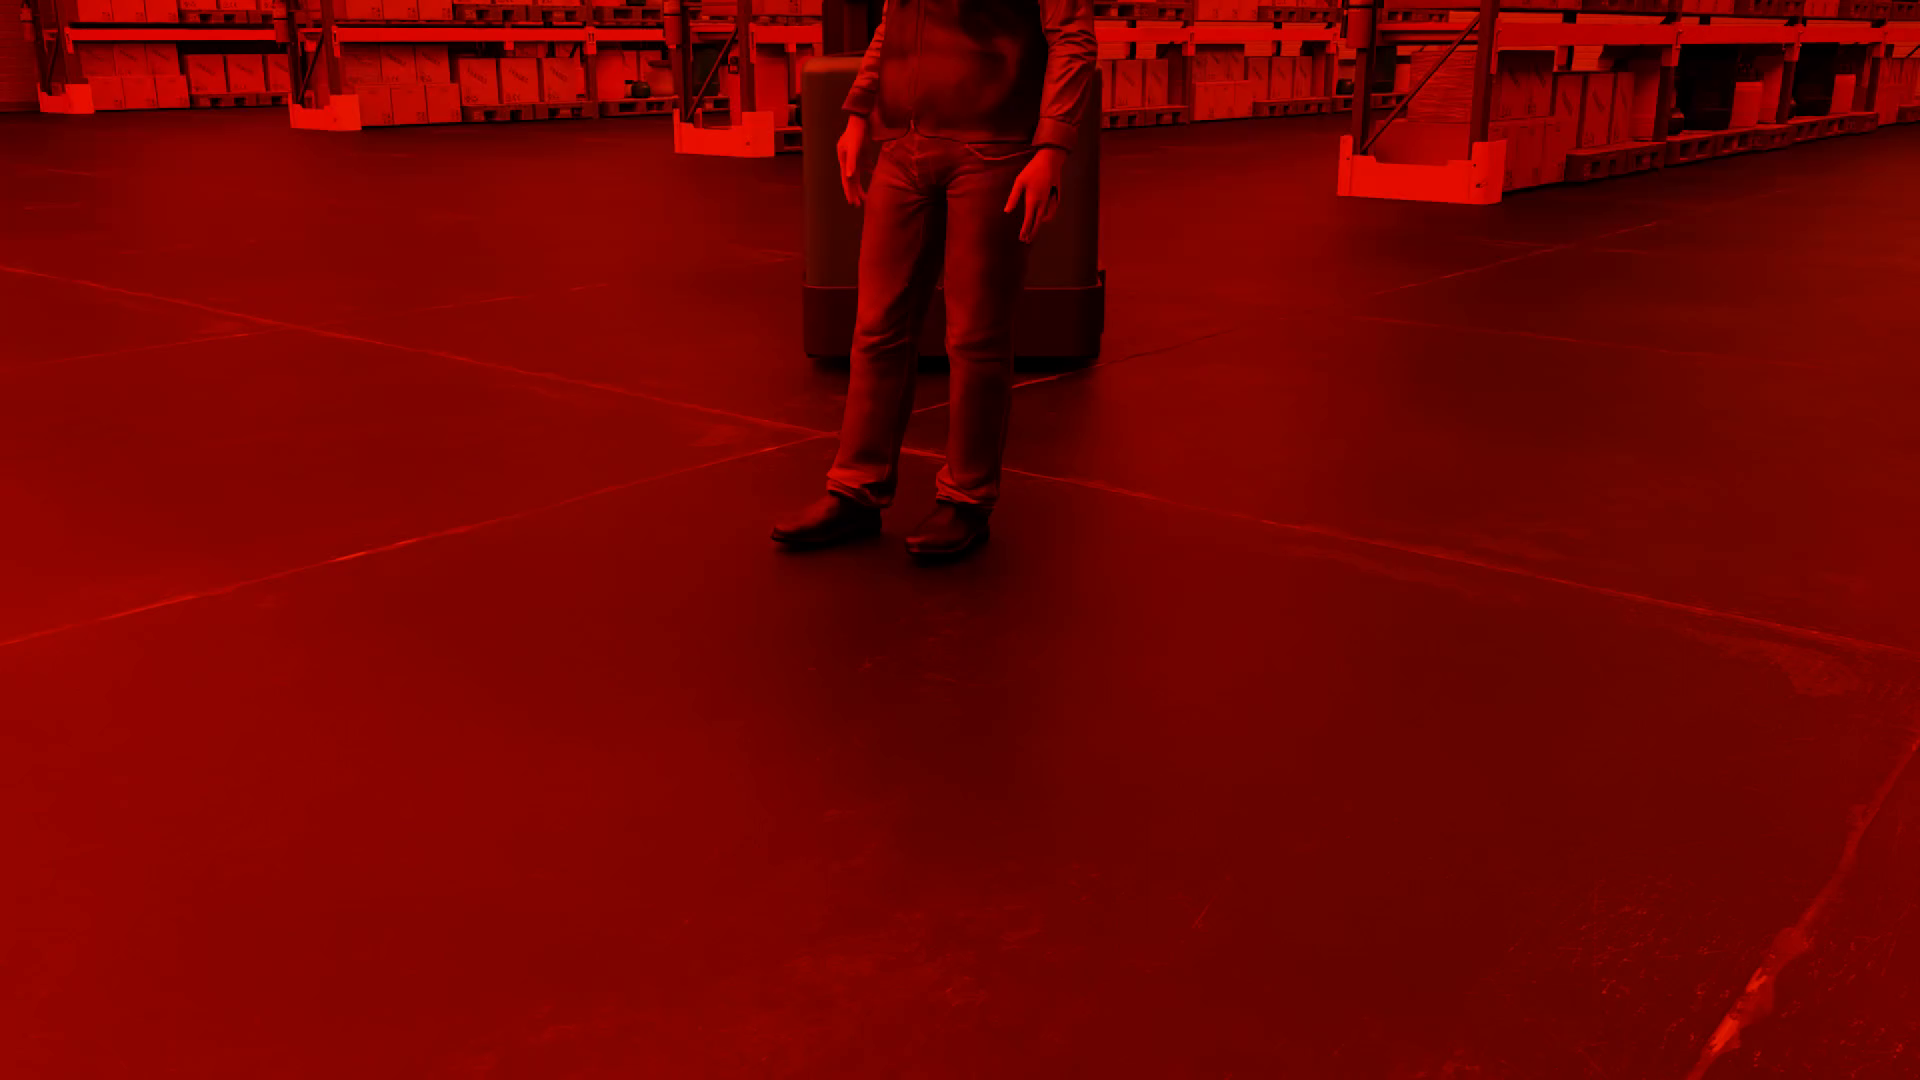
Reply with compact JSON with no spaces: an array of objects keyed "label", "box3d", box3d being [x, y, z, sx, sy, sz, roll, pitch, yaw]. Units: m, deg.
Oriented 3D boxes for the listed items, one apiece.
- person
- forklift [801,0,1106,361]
[{"label":"person","box3d":[-0.046,-0.818,3.649,0.632,1.720,0.568,13,21,37]},{"label":"forklift","box3d":[-0.005,-2.413,6.844,1.130,2.935,3.031,0,17,1]}]
